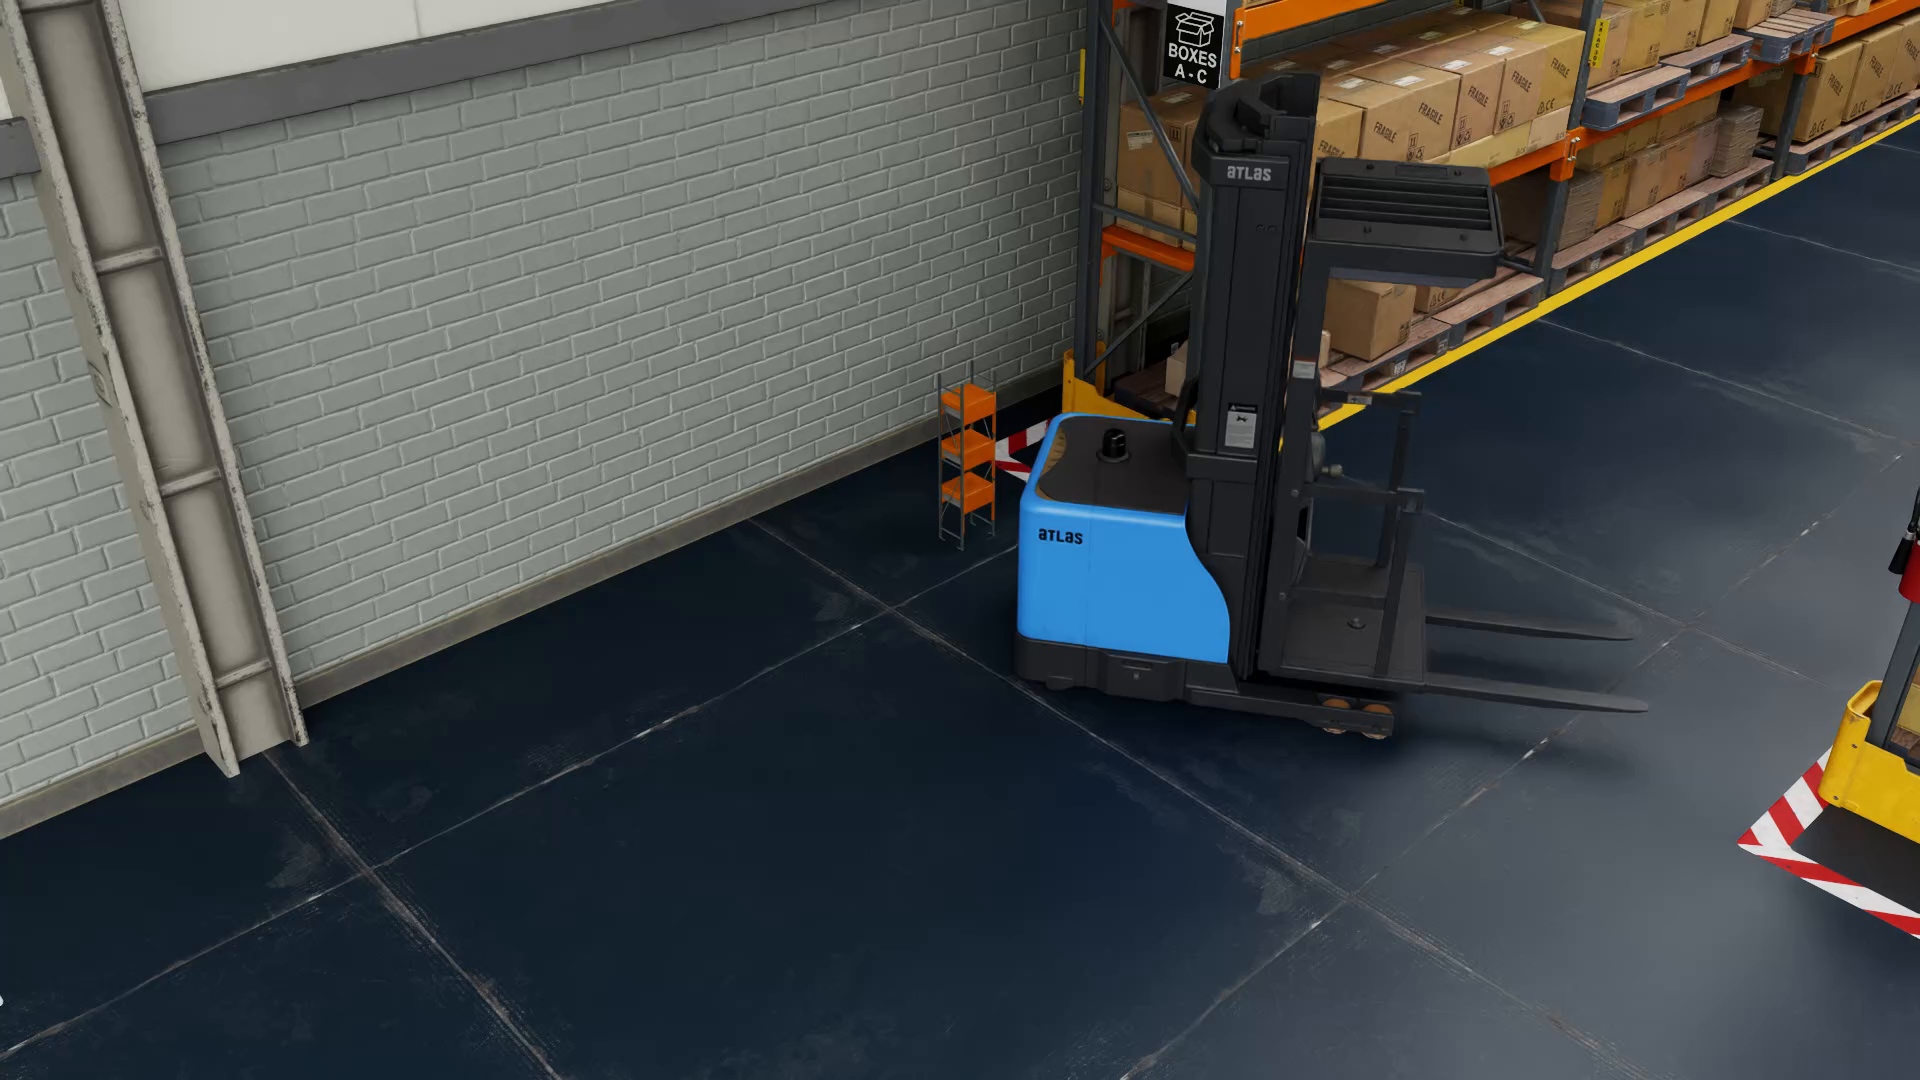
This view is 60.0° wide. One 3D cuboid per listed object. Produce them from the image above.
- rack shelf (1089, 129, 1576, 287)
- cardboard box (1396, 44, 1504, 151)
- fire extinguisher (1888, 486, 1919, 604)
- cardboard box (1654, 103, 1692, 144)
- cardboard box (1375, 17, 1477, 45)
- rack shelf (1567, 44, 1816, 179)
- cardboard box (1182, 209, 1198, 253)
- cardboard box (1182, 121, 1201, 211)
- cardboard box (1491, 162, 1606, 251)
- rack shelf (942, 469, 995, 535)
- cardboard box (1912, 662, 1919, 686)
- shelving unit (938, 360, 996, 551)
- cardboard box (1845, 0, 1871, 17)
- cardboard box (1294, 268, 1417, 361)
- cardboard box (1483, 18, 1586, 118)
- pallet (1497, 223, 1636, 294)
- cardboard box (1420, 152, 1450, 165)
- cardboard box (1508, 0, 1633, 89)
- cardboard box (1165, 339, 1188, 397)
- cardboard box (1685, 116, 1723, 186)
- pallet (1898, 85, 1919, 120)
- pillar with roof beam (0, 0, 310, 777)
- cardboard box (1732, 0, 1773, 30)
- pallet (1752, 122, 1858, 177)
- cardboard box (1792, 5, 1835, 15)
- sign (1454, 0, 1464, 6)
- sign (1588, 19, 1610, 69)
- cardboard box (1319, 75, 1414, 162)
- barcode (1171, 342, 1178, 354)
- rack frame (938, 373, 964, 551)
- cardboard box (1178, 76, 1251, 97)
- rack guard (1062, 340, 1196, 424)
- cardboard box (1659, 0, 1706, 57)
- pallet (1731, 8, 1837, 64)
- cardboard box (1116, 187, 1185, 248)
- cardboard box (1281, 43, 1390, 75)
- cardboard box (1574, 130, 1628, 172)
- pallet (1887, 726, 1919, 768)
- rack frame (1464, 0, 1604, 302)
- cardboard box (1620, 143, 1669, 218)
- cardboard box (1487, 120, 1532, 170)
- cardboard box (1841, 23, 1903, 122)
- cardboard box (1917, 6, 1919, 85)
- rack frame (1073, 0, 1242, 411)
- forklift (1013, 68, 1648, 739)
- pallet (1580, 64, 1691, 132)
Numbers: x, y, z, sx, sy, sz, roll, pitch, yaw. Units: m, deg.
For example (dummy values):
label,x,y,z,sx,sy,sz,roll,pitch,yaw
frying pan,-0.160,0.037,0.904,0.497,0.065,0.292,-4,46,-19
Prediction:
label,x,y,z,sx,sy,sz,roll,pitch,yaw
rack shelf,2.567,-2.248,11.076,4.000,0.370,1.077,-26,40,-35
cardboard box,3.158,-2.889,10.840,0.500,0.500,0.500,-27,41,-37
fire extinguisher,4.068,-0.055,6.873,0.183,0.674,0.296,-26,40,-35
cardboard box,5.639,-3.487,13.667,0.500,0.250,0.500,-26,40,-36
cardboard box,3.165,-3.260,11.447,0.500,0.500,0.500,-26,40,-36
rack shelf,5.500,-3.667,13.396,4.000,0.370,1.077,-26,40,-35
cardboard box,1.674,-1.842,9.846,0.500,0.250,0.500,-27,41,-37
cardboard box,1.654,-2.165,9.655,0.500,0.500,0.500,-26,40,-35
cardboard box,4.562,-2.653,13.023,0.500,0.500,0.700,-24,39,-34
rack shelf,0.039,-0.221,9.492,0.240,0.259,0.215,-26,40,-35
cardboard box,4.662,0.418,7.540,0.500,0.500,0.500,-26,40,-35
shelving unit,0.039,-0.467,9.342,0.252,1.050,0.215,-26,40,-35
cardboard box,7.808,-4.761,14.717,0.250,0.149,0.380,-24,39,-34
cardboard box,2.659,-1.621,11.335,0.700,0.500,0.500,26,40,36
cardboard box,3.897,-3.243,11.419,0.500,0.500,0.500,-26,40,-36
pallet,4.603,-2.352,13.228,1.213,0.211,1.003,-26,40,-35
cardboard box,2.795,-2.389,10.740,0.500,0.250,0.500,-25,40,-35
cardboard box,4.429,-3.663,12.181,0.500,0.500,0.700,-26,40,-35
cardboard box,1.669,-1.097,10.659,0.500,0.311,0.500,24,39,34
cardboard box,6.017,-3.391,14.229,0.500,0.500,0.700,-26,40,-36
pallet,9.385,-4.610,16.921,1.213,0.211,1.003,-26,40,-35
pillar with roof beam,-0.447,-1.209,2.936,0.400,9.000,9.100,-26,40,-35
cardboard box,6.237,-4.535,13.607,0.700,0.500,0.500,25,39,35
pallet,7.596,-3.745,15.506,1.213,0.211,1.003,-26,40,-35
cardboard box,7.365,-4.613,14.475,0.250,0.149,0.380,-26,40,-36
sign,3.653,-3.970,12.091,0.005,0.325,0.100,-26,40,-35
sign,4.408,-3.429,11.487,0.005,0.325,0.100,-26,40,-35
cardboard box,2.407,-2.517,10.231,0.500,0.500,0.500,-27,41,-37
barcode,1.410,-1.261,10.918,0.075,0.075,0.001,-26,40,-35
rack frame,-0.050,-0.424,9.271,0.008,1.050,0.200,-26,40,-35
cardboard box,1.677,-2.534,10.258,0.500,0.500,0.500,-25,39,-35
rack guard,1.156,-0.806,10.424,0.348,0.500,1.175,-26,40,-35
cardboard box,5.306,-4.104,12.902,0.500,0.500,0.700,-20,37,-29
pallet,6.516,-4.308,13.938,1.003,0.211,1.213,-26,40,-35
cardboard box,1.311,-2.030,10.154,0.500,0.250,0.500,-25,39,-35
cardboard box,2.422,-2.897,10.853,0.500,0.500,0.500,-25,39,-35
cardboard box,4.882,-3.131,13.085,0.500,0.250,0.500,-27,40,-36
pallet,5.003,0.950,7.828,1.213,0.211,1.003,-26,40,-35
rack frame,4.033,-3.265,12.048,0.127,3.000,1.000,-26,40,-35
cardboard box,5.308,-3.021,13.625,0.500,0.500,0.700,-25,40,-35
cardboard box,3.521,-2.752,11.334,0.500,0.250,0.500,-26,40,-35
cardboard box,8.241,-4.464,15.668,0.750,0.750,0.750,-26,40,-36
cardboard box,9.511,-5.084,16.682,0.750,0.750,0.750,-25,40,-35
rack frame,1.100,-1.846,9.728,0.127,3.000,1.000,-26,40,-35
forklift,1.841,-0.597,7.751,3.031,2.935,1.130,7,32,11
pallet,4.692,-3.398,12.450,1.213,0.211,1.003,-26,40,-35
